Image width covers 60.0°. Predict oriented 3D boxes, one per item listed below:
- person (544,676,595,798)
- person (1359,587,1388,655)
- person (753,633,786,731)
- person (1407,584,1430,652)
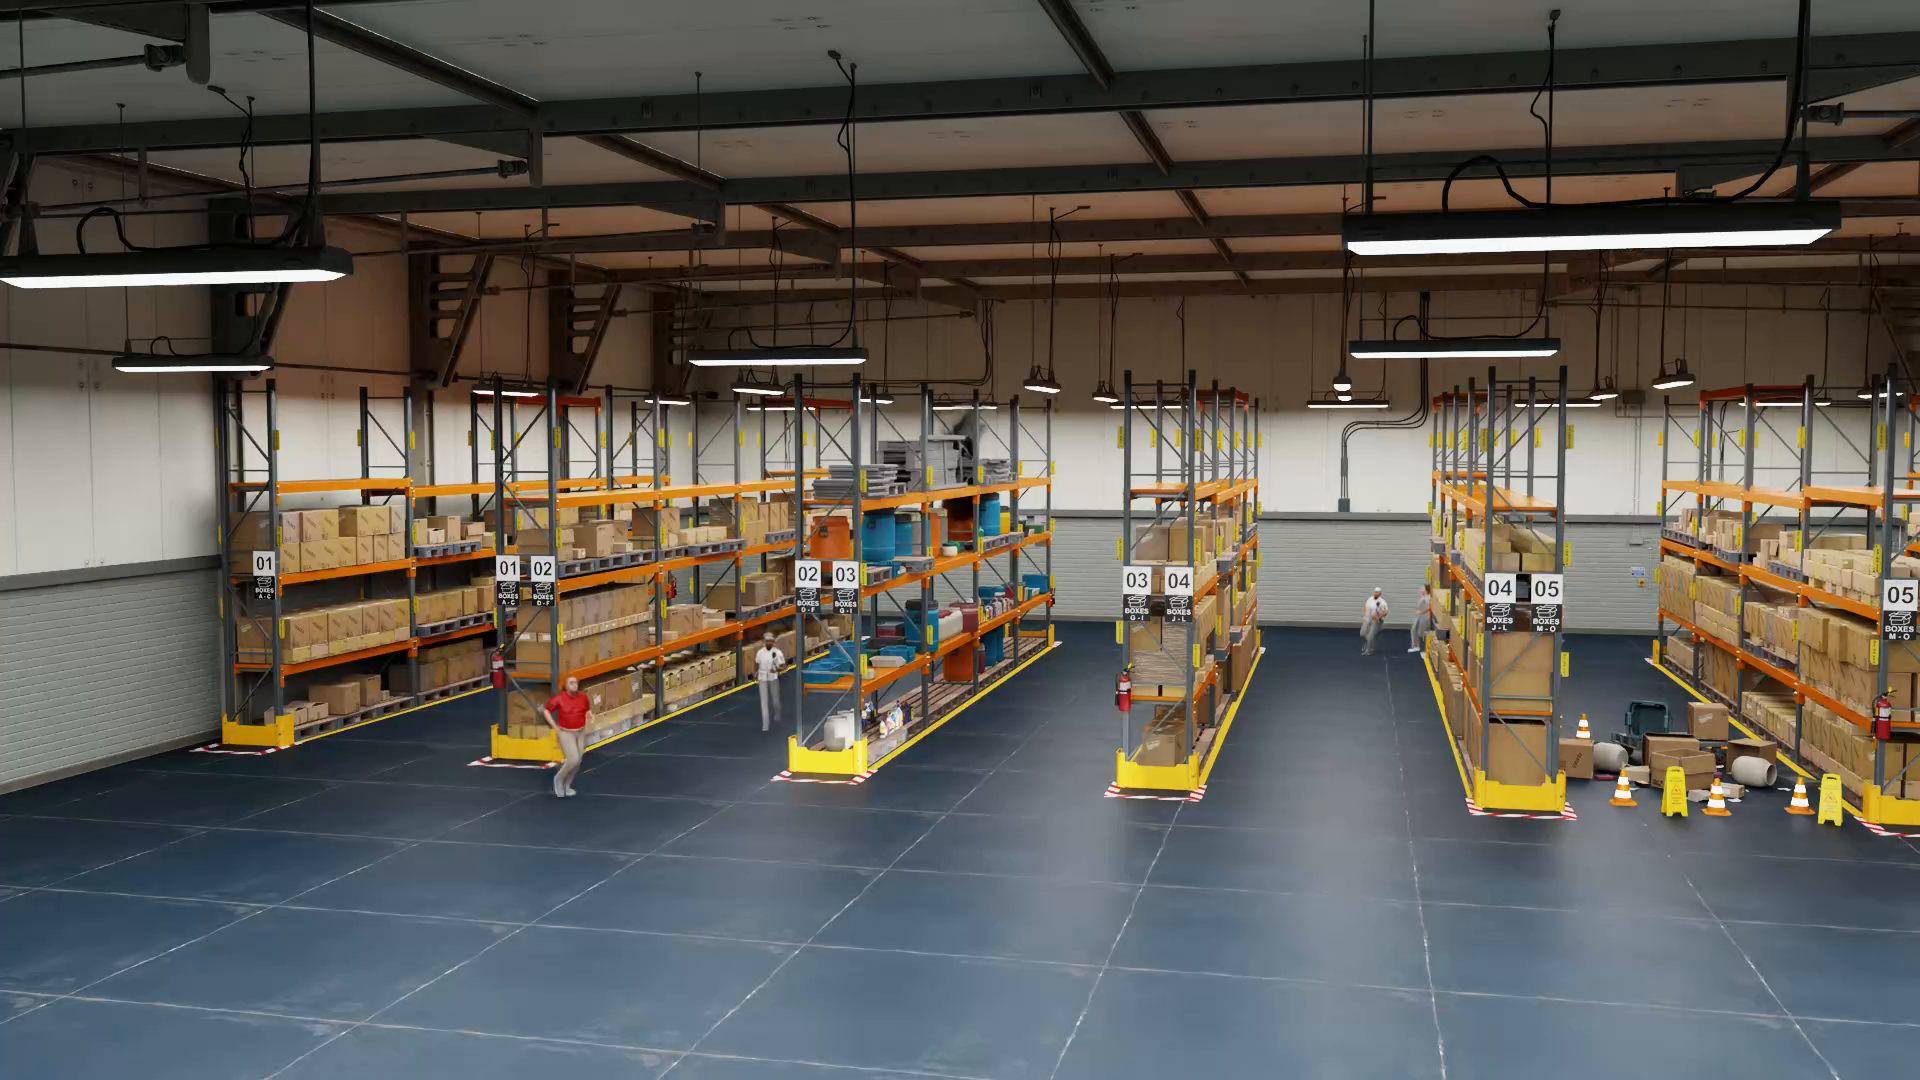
[{"bbox_3d":[-5.404,2.756,23.298,0.647,1.711,0.638,3,5,43],"label":"person"},{"bbox_3d":[9.601,1.893,38.634,0.681,1.600,0.501,3,4,39],"label":"person"},{"bbox_3d":[-3.313,2.434,28.862,0.588,1.663,0.815,0,3,2],"label":"person"},{"bbox_3d":[10.974,1.853,39.167,0.792,1.651,0.601,0,3,4],"label":"person"}]
